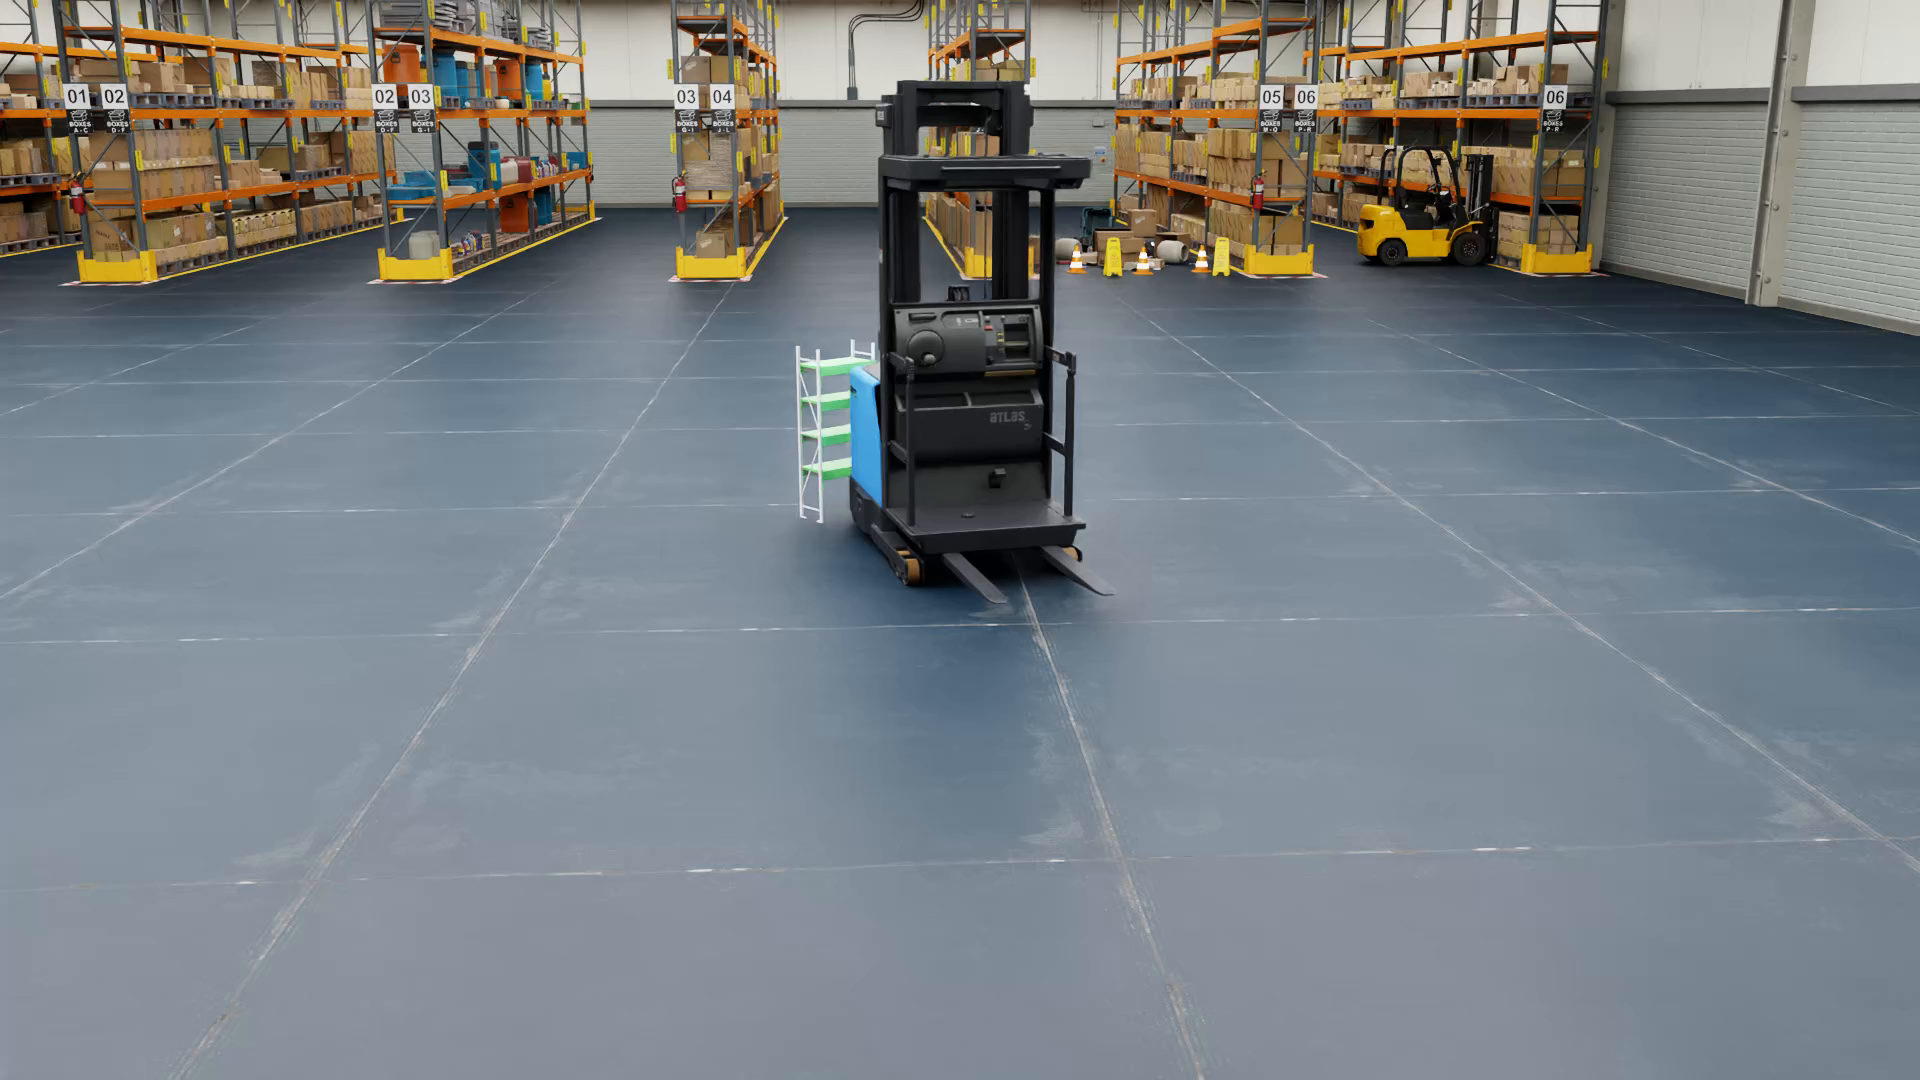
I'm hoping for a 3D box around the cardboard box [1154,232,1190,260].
[{"bbox_3d":[4.071,-5.633,31.913,0.500,0.500,0.500,10,18,35],"label":"cardboard box"}]

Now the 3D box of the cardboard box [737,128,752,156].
[{"bbox_3d":[-4.226,-7.546,31.532,0.500,0.500,0.500,-1,14,-3],"label":"cardboard box"}]

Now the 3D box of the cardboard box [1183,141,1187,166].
[{"bbox_3d":[4.991,-8.144,35.019,0.500,0.500,0.500,-1,14,-2],"label":"cardboard box"}]

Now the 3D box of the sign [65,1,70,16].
[{"bbox_3d":[-20.411,-12.169,38.072,0.100,0.325,0.005,-1,14,-3],"label":"sign"}]

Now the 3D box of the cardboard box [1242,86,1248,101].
[{"bbox_3d":[5.294,-7.908,29.426,0.500,0.250,0.500,-1,14,-4],"label":"cardboard box"}]

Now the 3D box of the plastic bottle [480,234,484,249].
[{"bbox_3d":[-9.112,-5.684,31.666,0.061,0.283,0.133,0,14,-1],"label":"plastic bottle"}]

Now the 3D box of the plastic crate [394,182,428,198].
[{"bbox_3d":[-9.588,-6.115,29.073,0.499,0.251,0.408,-1,14,-3],"label":"plastic crate"}]

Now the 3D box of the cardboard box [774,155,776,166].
[{"bbox_3d":[-4.878,-9.534,41.767,0.500,0.250,0.500,-1,14,-3],"label":"cardboard box"}]

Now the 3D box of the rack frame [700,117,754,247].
[{"bbox_3d":[-4.528,-6.977,32.124,1.000,3.000,0.127,-1,14,-3],"label":"rack frame"}]

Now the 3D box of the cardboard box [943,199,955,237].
[{"bbox_3d":[0.186,-6.767,34.980,1.050,0.750,0.750,-1,14,-3],"label":"cardboard box"}]

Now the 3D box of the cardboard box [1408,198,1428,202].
[{"bbox_3d":[10.348,-7.644,37.588,0.380,0.149,0.250,0,14,-1],"label":"cardboard box"}]

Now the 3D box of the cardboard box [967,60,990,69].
[{"bbox_3d":[0.317,-8.081,28.257,0.380,0.149,0.250,-1,14,-3],"label":"cardboard box"}]

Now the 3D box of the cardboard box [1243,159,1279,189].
[{"bbox_3d":[5.302,-6.459,29.311,0.500,0.500,0.500,-1,14,-4],"label":"cardboard box"}]

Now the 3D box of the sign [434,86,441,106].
[{"bbox_3d":[-8.674,-7.370,27.615,0.100,0.325,0.005,-1,14,-3],"label":"sign"}]

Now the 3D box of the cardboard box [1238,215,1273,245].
[{"bbox_3d":[5.301,-5.566,29.808,0.500,0.500,0.500,-1,14,-3],"label":"cardboard box"}]

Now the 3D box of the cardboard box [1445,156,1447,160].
[{"bbox_3d":[10.077,-7.777,33.732,0.380,0.149,0.250,-1,14,-3],"label":"cardboard box"}]

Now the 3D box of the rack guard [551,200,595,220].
[{"bbox_3d":[-10.229,-8.680,43.760,1.175,0.500,0.348,-1,14,-3],"label":"rack guard"}]

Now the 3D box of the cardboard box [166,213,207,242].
[{"bbox_3d":[-14.115,-5.699,30.328,0.500,0.500,0.500,-1,14,-3],"label":"cardboard box"}]

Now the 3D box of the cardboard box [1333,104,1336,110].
[{"bbox_3d":[9.484,-10.741,41.238,0.380,0.149,0.250,0,14,-2],"label":"cardboard box"}]

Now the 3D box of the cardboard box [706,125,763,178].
[{"bbox_3d":[-4.438,-7.671,32.774,1.000,1.000,1.000,-1,14,-3],"label":"cardboard box"}]

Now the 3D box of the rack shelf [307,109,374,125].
[{"bbox_3d":[-15.035,-10.417,40.916,1.077,0.370,4.000,-1,14,-3],"label":"rack shelf"}]

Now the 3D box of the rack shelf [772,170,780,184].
[{"bbox_3d":[-5.148,-9.116,41.880,1.077,0.370,4.000,-1,14,-3],"label":"rack shelf"}]

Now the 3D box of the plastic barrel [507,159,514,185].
[{"bbox_3d":[-9.416,-7.592,34.291,0.421,0.512,0.421,0,14,0],"label":"plastic barrel"}]

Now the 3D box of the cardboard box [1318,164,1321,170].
[{"bbox_3d":[9.387,-9.598,42.815,0.380,0.149,0.250,-1,14,-2],"label":"cardboard box"}]

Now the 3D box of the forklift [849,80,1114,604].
[{"bbox_3d":[0.114,-1.253,10.014,1.130,2.935,3.031,-4,15,-15],"label":"forklift"}]

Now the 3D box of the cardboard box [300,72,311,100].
[{"bbox_3d":[-14.868,-10.110,37.035,0.600,0.600,0.600,-1,15,-6],"label":"cardboard box"}]

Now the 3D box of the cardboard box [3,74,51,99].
[{"bbox_3d":[-19.694,-9.574,35.115,0.700,0.500,0.500,-2,15,-8],"label":"cardboard box"}]

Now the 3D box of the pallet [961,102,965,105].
[{"bbox_3d":[0.541,-7.932,29.994,1.003,0.211,1.213,-1,14,-3],"label":"pallet"}]

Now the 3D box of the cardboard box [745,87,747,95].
[{"bbox_3d":[-4.220,-8.474,31.423,0.380,0.149,0.250,0,14,-2],"label":"cardboard box"}]

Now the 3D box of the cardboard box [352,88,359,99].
[{"bbox_3d":[-14.726,-10.686,39.817,0.500,0.250,0.500,-1,14,-3],"label":"cardboard box"}]

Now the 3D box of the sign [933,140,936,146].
[{"bbox_3d":[-0.608,-9.427,39.909,0.100,0.325,0.005,-1,14,-3],"label":"sign"}]

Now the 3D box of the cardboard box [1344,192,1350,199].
[{"bbox_3d":[9.578,-8.411,40.569,0.380,0.149,0.250,0,14,-1],"label":"cardboard box"}]

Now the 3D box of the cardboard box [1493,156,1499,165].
[{"bbox_3d":[10.150,-7.102,31.107,0.380,0.149,0.250,-1,14,-5],"label":"cardboard box"}]

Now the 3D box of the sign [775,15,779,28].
[{"bbox_3d":[-4.729,-13.363,42.869,0.100,0.325,0.005,-1,14,-3],"label":"sign"}]

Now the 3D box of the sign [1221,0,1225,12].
[{"bbox_3d":[5.656,-11.532,35.754,0.100,0.325,0.005,-1,14,-3],"label":"sign"}]

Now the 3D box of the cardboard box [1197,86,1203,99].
[{"bbox_3d":[5.125,-9.109,33.850,0.500,0.250,0.500,-1,14,-3],"label":"cardboard box"}]

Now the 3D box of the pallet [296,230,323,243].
[{"bbox_3d":[-14.672,-6.656,36.471,1.003,0.211,1.213,-1,14,-3],"label":"pallet"}]

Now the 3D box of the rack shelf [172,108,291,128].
[{"bbox_3d":[-14.539,-8.427,33.183,1.077,0.370,4.000,-1,14,-3],"label":"rack shelf"}]

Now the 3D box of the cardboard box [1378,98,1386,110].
[{"bbox_3d":[9.763,-9.832,37.499,0.500,0.250,0.500,-1,14,-3],"label":"cardboard box"}]

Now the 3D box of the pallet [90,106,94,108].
[{"bbox_3d":[-19.772,-9.541,36.449,1.003,0.211,1.213,0,14,-1],"label":"pallet"}]

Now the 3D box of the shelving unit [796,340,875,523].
[{"bbox_3d":[-0.855,-0.763,11.582,0.503,1.200,0.258,-13,20,-42],"label":"shelving unit"}]

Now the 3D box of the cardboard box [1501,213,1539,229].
[{"bbox_3d":[10.187,-5.806,30.239,0.500,0.250,0.500,-1,14,-2],"label":"cardboard box"}]

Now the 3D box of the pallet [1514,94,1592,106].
[{"bbox_3d":[10.547,-7.799,29.476,1.003,0.211,1.213,-1,14,-3],"label":"pallet"}]

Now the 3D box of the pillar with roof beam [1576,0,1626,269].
[{"bbox_3d":[7.124,-9.239,28.875,9.100,9.000,0.400,-1,14,-3],"label":"pillar with roof beam"}]

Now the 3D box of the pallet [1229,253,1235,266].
[{"bbox_3d":[5.518,-5.309,31.237,1.003,0.211,1.213,-1,14,-3],"label":"pallet"}]

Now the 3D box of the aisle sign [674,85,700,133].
[{"bbox_3d":[-4.576,-7.221,27.856,0.394,0.787,0.004,-1,14,-3],"label":"aisle sign"}]

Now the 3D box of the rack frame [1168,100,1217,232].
[{"bbox_3d":[5.115,-8.125,36.585,1.000,3.000,0.127,-1,14,-3],"label":"rack frame"}]

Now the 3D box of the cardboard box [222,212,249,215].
[{"bbox_3d":[-14.854,-6.571,34.096,0.500,0.311,0.500,-1,14,-5],"label":"cardboard box"}]

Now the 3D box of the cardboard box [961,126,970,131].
[{"bbox_3d":[0.148,-9.811,40.334,0.500,0.500,0.500,-1,14,-2],"label":"cardboard box"}]

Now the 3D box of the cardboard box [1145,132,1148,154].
[{"bbox_3d":[4.667,-9.413,39.382,0.500,0.500,0.500,-1,14,-4],"label":"cardboard box"}]

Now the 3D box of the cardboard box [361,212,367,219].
[{"bbox_3d":[-14.785,-7.978,40.819,0.380,0.166,0.250,-1,14,-3],"label":"cardboard box"}]

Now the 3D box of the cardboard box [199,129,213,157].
[{"bbox_3d":[-14.382,-7.392,30.931,0.700,0.500,0.500,-1,14,-3],"label":"cardboard box"}]
